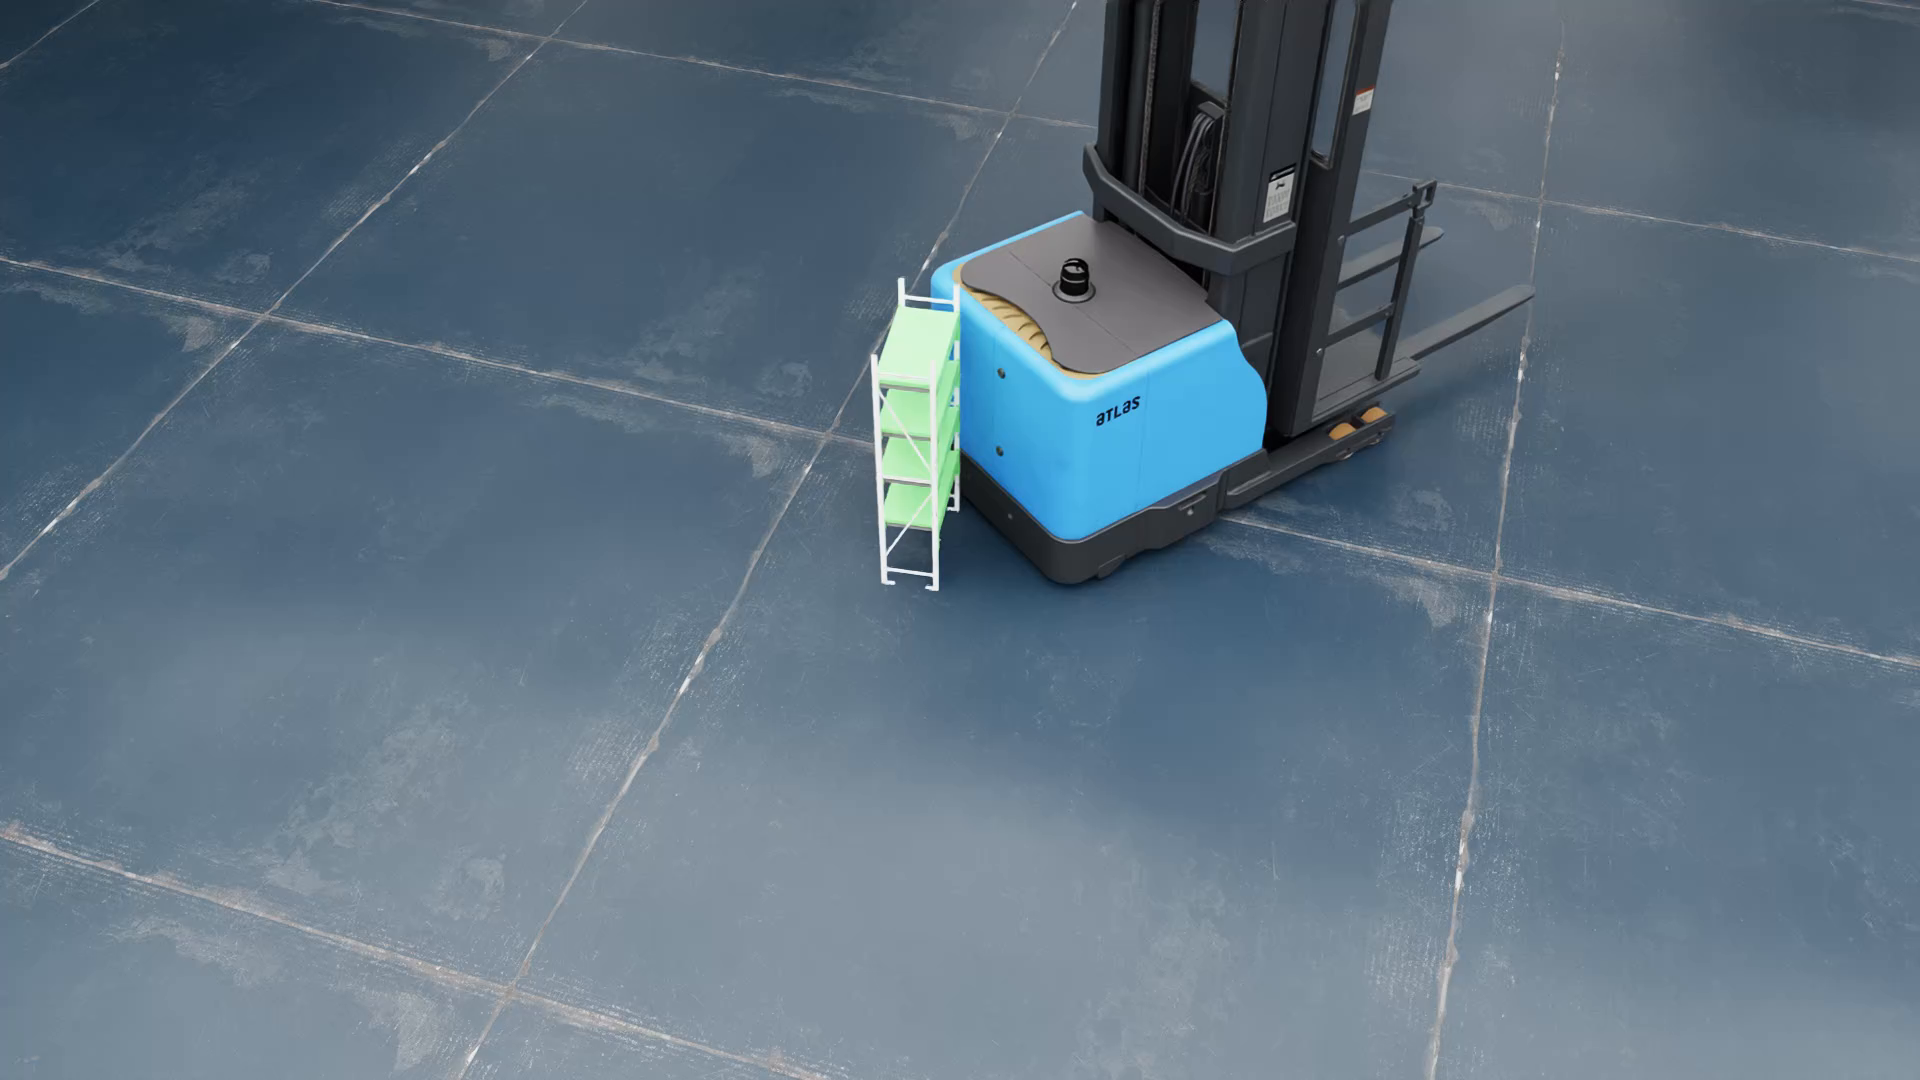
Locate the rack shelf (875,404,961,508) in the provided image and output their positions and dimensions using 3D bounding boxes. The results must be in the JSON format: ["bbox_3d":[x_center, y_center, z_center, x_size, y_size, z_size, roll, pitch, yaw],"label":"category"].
[{"bbox_3d":[-0.164,-0.359,6.749,0.258,0.148,0.480,7,45,7],"label":"rack shelf"}]

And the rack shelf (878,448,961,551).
[{"bbox_3d":[-0.164,-0.187,6.917,0.258,0.148,0.480,7,45,7],"label":"rack shelf"}]

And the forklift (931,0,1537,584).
[{"bbox_3d":[1.368,-1.689,6.779,3.031,2.935,1.130,-26,50,-24],"label":"forklift"}]

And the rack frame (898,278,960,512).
[{"bbox_3d":[-0.121,-0.572,6.876,0.240,1.200,0.015,7,45,7],"label":"rack frame"}]

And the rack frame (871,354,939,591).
[{"bbox_3d":[-0.208,-0.236,6.533,0.240,1.200,0.015,7,45,7],"label":"rack frame"}]

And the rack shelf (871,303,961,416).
[{"bbox_3d":[-0.165,-0.702,6.413,0.258,0.148,0.480,7,45,7],"label":"rack shelf"}]

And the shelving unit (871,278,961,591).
[{"bbox_3d":[-0.164,-0.404,6.704,0.258,1.200,0.503,7,45,7],"label":"shelving unit"}]

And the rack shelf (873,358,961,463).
[{"bbox_3d":[-0.164,-0.530,6.581,0.258,0.148,0.480,7,45,7],"label":"rack shelf"}]
